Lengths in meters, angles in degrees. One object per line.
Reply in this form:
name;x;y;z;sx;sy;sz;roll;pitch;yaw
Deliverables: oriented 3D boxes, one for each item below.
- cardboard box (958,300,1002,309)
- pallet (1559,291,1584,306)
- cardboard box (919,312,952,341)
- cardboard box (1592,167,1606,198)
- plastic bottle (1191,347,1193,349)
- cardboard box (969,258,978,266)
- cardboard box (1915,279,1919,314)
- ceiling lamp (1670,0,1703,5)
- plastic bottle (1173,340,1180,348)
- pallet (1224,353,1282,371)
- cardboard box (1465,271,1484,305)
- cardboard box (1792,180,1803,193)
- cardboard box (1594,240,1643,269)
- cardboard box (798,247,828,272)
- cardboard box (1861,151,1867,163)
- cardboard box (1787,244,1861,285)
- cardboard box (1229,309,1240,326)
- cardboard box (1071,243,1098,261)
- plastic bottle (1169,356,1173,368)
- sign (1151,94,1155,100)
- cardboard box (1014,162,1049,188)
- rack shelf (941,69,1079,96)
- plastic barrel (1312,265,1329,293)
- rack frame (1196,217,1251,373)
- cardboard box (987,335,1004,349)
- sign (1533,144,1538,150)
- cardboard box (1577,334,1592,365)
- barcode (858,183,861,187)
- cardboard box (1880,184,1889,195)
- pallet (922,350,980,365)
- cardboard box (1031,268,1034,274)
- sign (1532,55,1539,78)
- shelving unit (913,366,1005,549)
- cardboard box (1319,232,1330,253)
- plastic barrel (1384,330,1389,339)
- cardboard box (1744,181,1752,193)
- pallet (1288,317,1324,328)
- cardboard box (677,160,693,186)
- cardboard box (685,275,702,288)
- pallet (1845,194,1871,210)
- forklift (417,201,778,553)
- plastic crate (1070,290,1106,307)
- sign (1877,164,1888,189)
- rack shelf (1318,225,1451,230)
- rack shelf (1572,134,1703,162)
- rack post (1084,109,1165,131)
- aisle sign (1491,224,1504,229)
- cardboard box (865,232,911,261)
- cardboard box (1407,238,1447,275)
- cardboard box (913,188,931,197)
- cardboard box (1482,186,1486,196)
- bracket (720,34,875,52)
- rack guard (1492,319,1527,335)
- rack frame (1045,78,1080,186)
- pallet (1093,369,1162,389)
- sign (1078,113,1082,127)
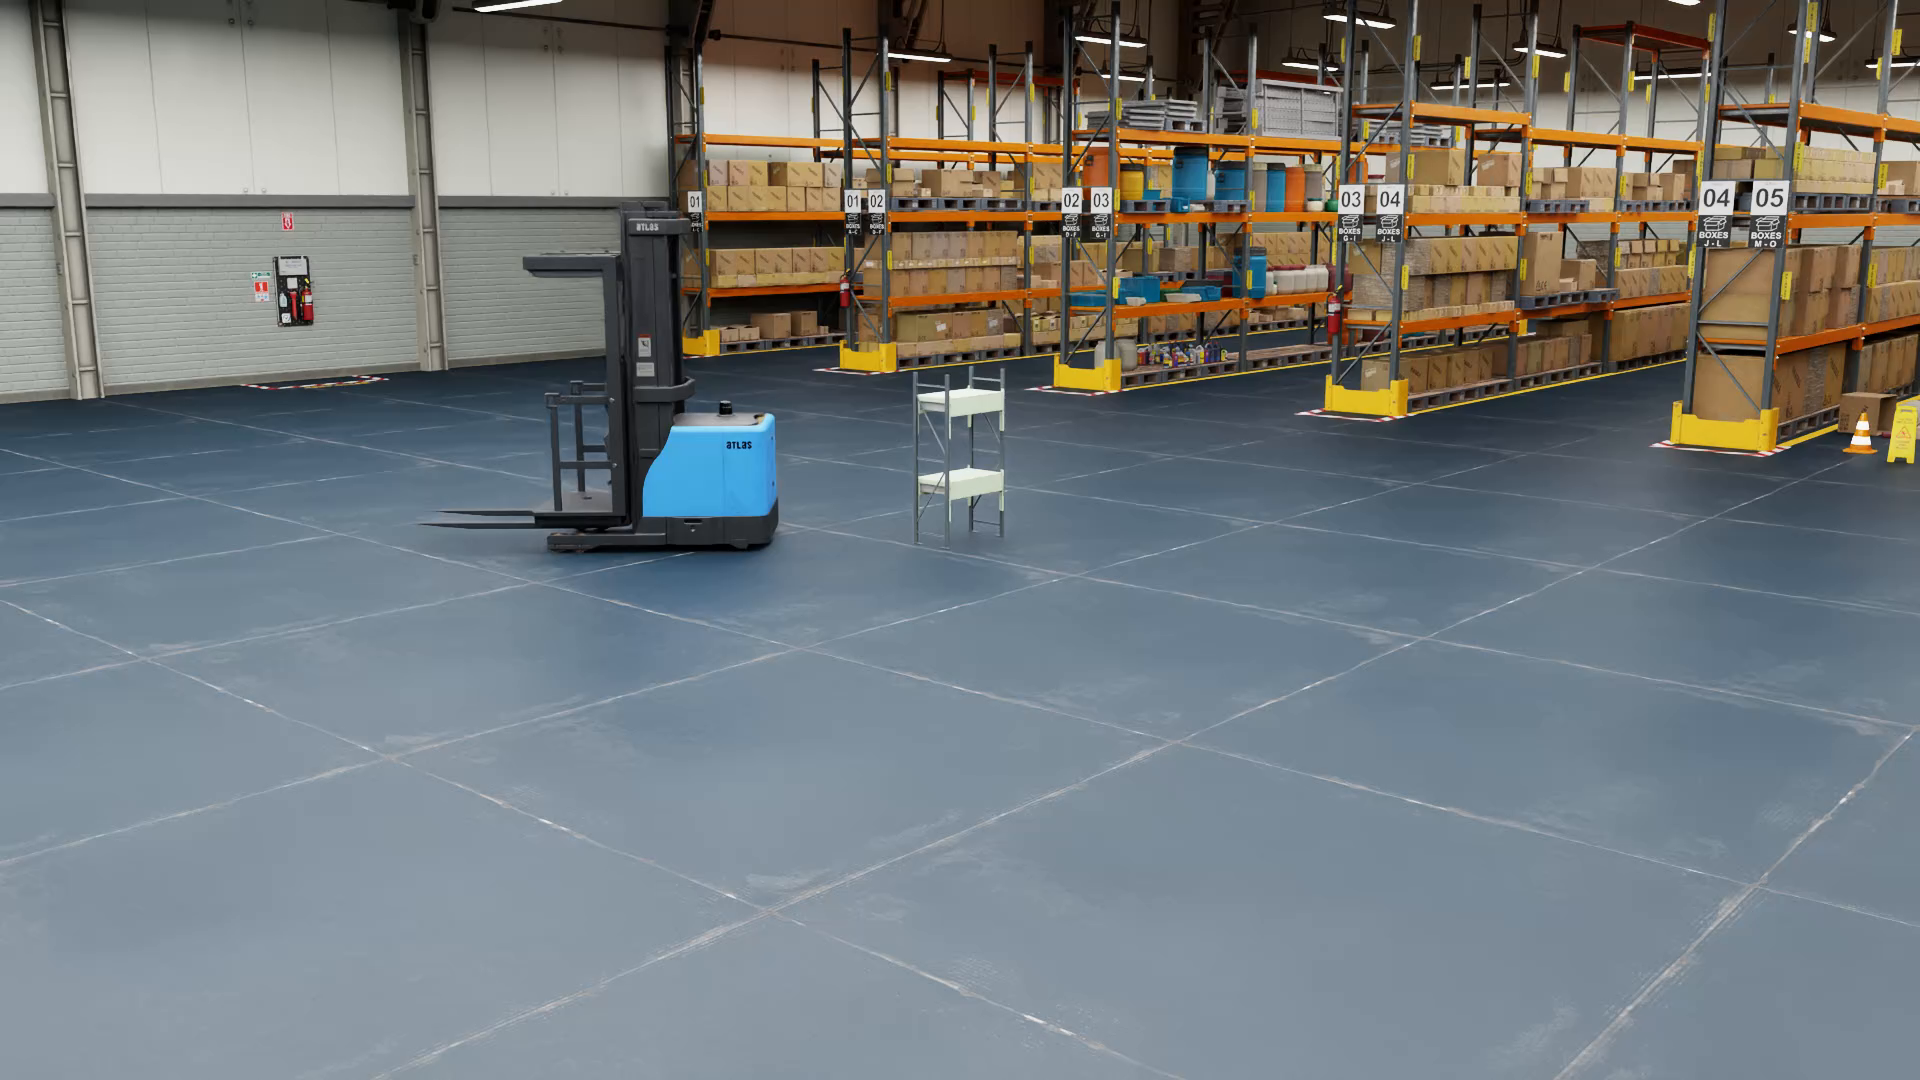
cardboard box;0.480;-5.640;39.707;0.750;0.750;0.750;10;15;40
pallet;9.783;-4.085;27.996;1.003;0.211;1.213;10;15;40
cardboard box;-0.491;-4.005;31.136;0.500;0.500;0.500;10;15;40
cardboard box;10.601;-6.062;28.211;0.500;0.500;0.500;10;15;40
plastic bottle;4.055;-3.213;28.952;0.061;0.283;0.133;10;15;40
cardboard box;0.122;-5.281;31.584;0.380;0.149;0.250;10;15;42
cardboard box;14.622;-3.768;25.661;0.500;0.500;0.500;10;15;40
ceiling lamp;10.400;-9.316;23.473;0.800;3.185;2.000;10;15;40
plastic bottle;3.853;-3.379;29.612;0.144;0.351;0.185;10;15;42
pallet;5.187;-3.281;30.598;1.003;0.211;1.213;10;15;40
cardboard box;7.464;-3.868;25.406;0.875;0.500;0.500;10;15;40
cardboard box;9.904;-4.254;20.009;0.380;0.149;0.250;10;15;41
cardboard box;11.986;-5.218;30.360;0.797;0.503;0.637;10;15;42
cardboard box;-3.149;-5.929;35.154;0.500;0.500;0.500;10;15;40
cardboard box;11.742;-5.056;21.986;0.380;0.149;0.250;10;15;40
cardboard box;11.808;-3.784;22.860;0.875;0.550;0.550;10;15;40
cardboard box;6.150;-5.226;38.476;0.500;0.500;0.500;10;15;40
cardboard box;2.907;-7.210;42.387;0.980;0.700;0.700;10;15;41
plastic bottle;3.557;-3.024;28.216;0.097;0.201;0.097;0;11;0
sign;4.039;-9.164;34.826;0.100;0.325;0.005;10;15;40
cardboard box;1.416;-7.225;32.966;0.500;0.500;0.500;10;15;41
rack shelf;1.217;-10.910;39.712;1.077;0.370;4.000;10;15;40
plastic barrel;6.820;-4.992;31.761;0.421;0.512;0.421;0;11;0
rack frame;4.698;-4.528;29.722;1.000;3.000;0.127;10;15;40
cardboard box;0.500;-3.857;32.314;0.500;0.250;0.500;10;15;40
sign;13.043;-9.008;37.661;0.100;0.325;0.005;10;15;40
cardboard box;10.632;-3.365;29.157;0.700;0.500;0.500;9;14;37
barcode;-1.824;-6.442;30.168;0.001;0.075;0.075;10;15;40
cardboard box;12.948;-4.954;23.513;0.250;0.149;0.380;10;15;40
pallet;-0.382;-3.509;31.742;1.003;0.211;1.213;10;15;40
cardboard box;1.655;-6.605;40.710;0.380;0.149;0.250;9;15;39
sign;8.814;-7.253;25.464;0.100;0.325;0.005;10;15;40
shelving unit;-0.004;-0.734;14.559;0.431;1.500;0.755;10;15;40
cardboard box;8.814;-7.372;41.157;0.500;0.500;0.500;10;15;40
plastic barrel;8.700;-4.437;34.548;0.421;0.512;0.421;0;11;0
cardboard box;9.569;-4.375;20.613;0.380;0.149;0.250;10;15;41
pallet;8.325;-5.438;41.399;1.003;0.211;1.213;10;15;40
cardboard box;-5.296;-7.337;33.271;0.500;0.500;0.500;11;15;43
cardboard box;-5.222;-5.250;33.671;0.500;0.250;0.500;10;15;41
pallet;11.530;-4.540;22.349;1.003;0.211;1.213;10;15;40
forklift;-3.155;-1.430;14.390;3.031;2.935;1.130;0;11;-1
plastic crate;2.163;-3.979;27.352;0.499;0.251;0.616;10;15;40
sign;12.495;-4.923;22.520;0.100;0.325;0.005;10;15;40
rack shelf;8.659;-6.529;33.918;1.077;0.370;4.000;10;15;40
rack shelf;12.379;-7.163;30.457;1.077;0.370;4.000;10;15;40
rack post;2.652;-6.731;26.711;0.954;0.300;0.937;-10;15;-41
aisle sign;12.444;-7.617;38.552;0.394;0.787;0.004;10;15;40
cardboard box;-1.308;-5.340;30.222;0.700;0.500;0.500;10;15;41
cardboard box;6.681;-4.102;24.024;0.500;0.500;0.500;10;15;40
cardboard box;-0.752;-6.353;30.413;0.380;0.149;0.250;10;15;40
cardboard box;7.687;-5.247;25.030;0.380;0.149;0.250;11;15;42
bracket;-3.331;-10.536;35.297;0.076;0.066;4.783;10;15;40
rack guard;12.625;-5.073;38.832;1.175;0.500;0.348;10;15;40
rack frame;2.537;-9.927;41.440;1.000;3.000;0.127;10;15;40
pallet;2.613;-2.708;27.730;1.003;0.211;1.213;10;15;40
sign;2.952;-10.356;40.998;0.100;0.325;0.005;10;15;40
